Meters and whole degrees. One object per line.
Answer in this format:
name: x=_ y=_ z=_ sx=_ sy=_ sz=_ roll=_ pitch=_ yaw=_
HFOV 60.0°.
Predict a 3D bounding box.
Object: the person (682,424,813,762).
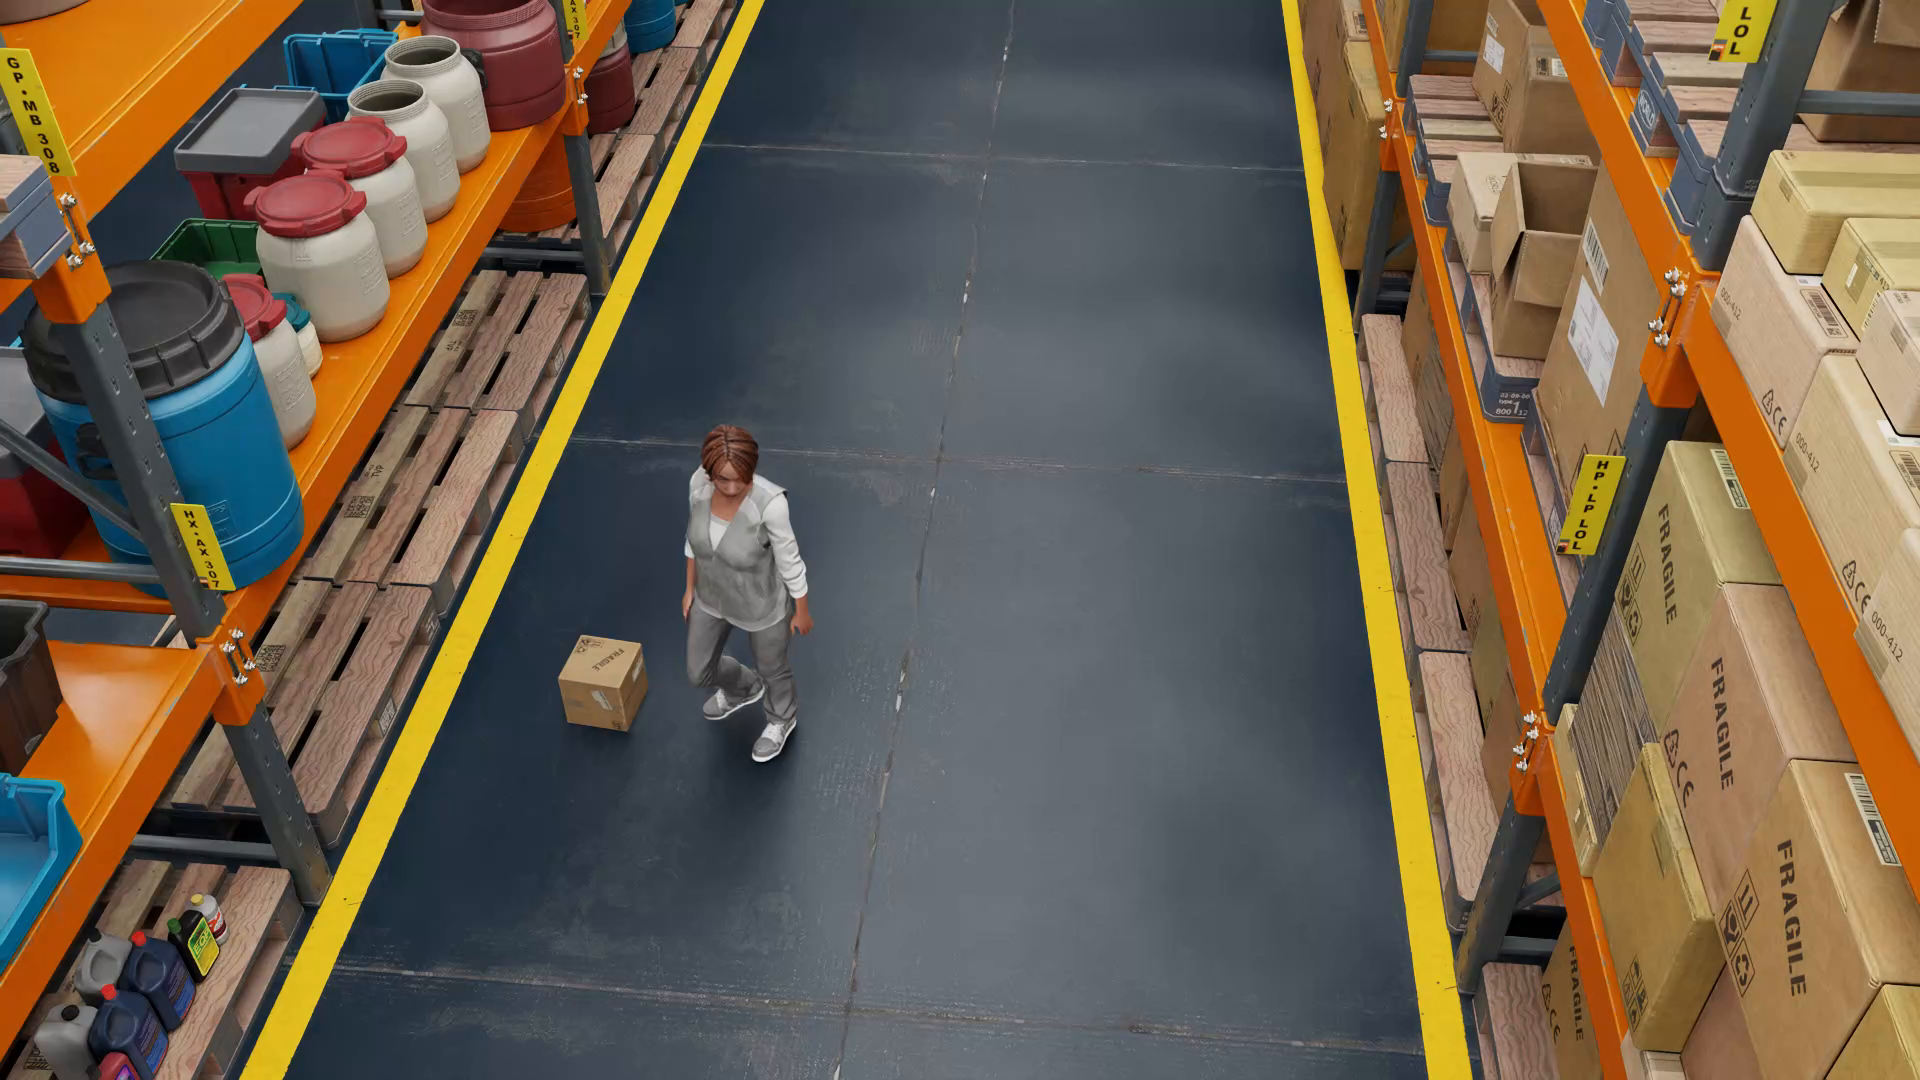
person: x=-0.775 y=0.197 z=5.913 sx=0.545 sy=1.586 sz=0.409 roll=16 pitch=43 yaw=18
